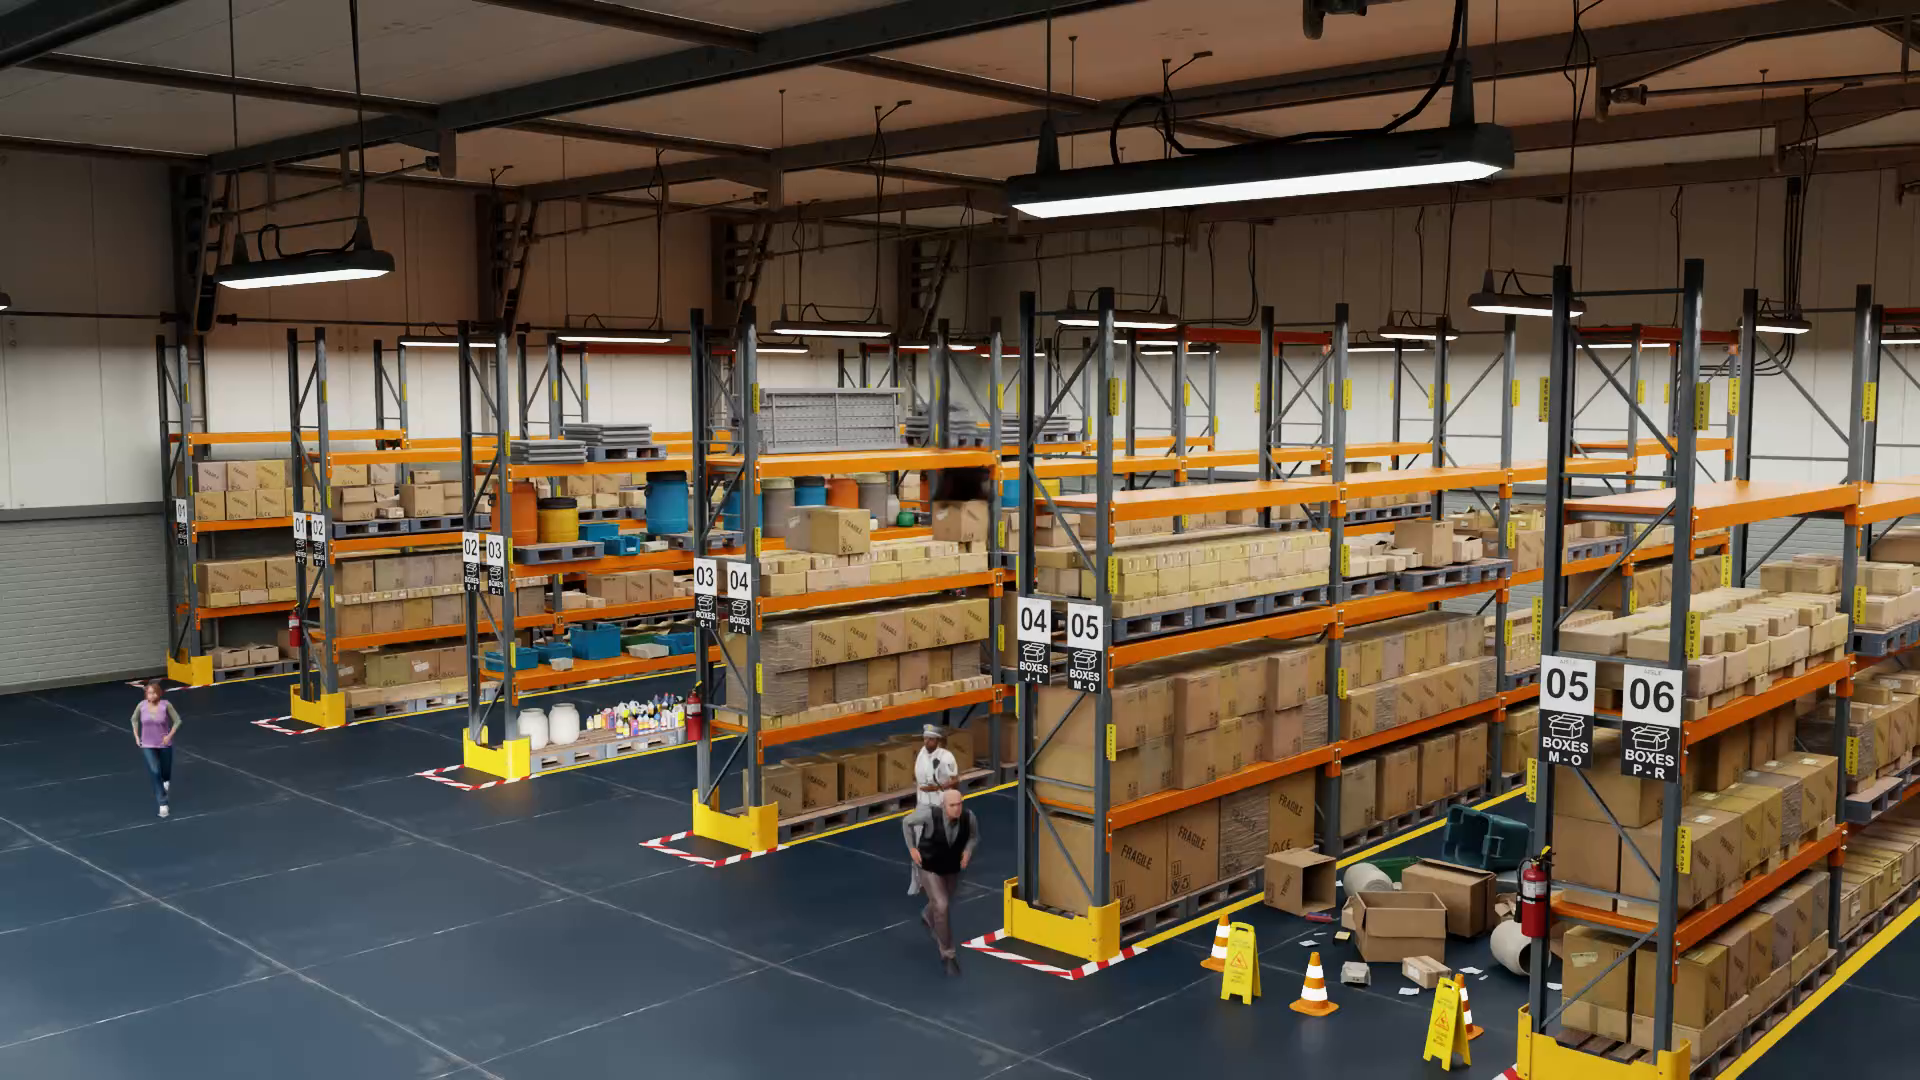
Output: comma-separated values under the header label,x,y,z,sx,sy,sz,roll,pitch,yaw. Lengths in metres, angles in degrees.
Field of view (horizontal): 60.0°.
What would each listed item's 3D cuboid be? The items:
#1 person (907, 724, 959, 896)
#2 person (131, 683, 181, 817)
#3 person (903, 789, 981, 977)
label,x,y,z,sx,sy,sz,roll,pitch,yaw
person,-0.213,2.730,17.187,0.530,1.738,1.058,2,6,22
person,-9.734,2.501,20.159,0.560,1.587,0.824,-2,6,-21
person,-0.195,2.975,14.899,0.697,1.679,0.998,-2,6,-17
